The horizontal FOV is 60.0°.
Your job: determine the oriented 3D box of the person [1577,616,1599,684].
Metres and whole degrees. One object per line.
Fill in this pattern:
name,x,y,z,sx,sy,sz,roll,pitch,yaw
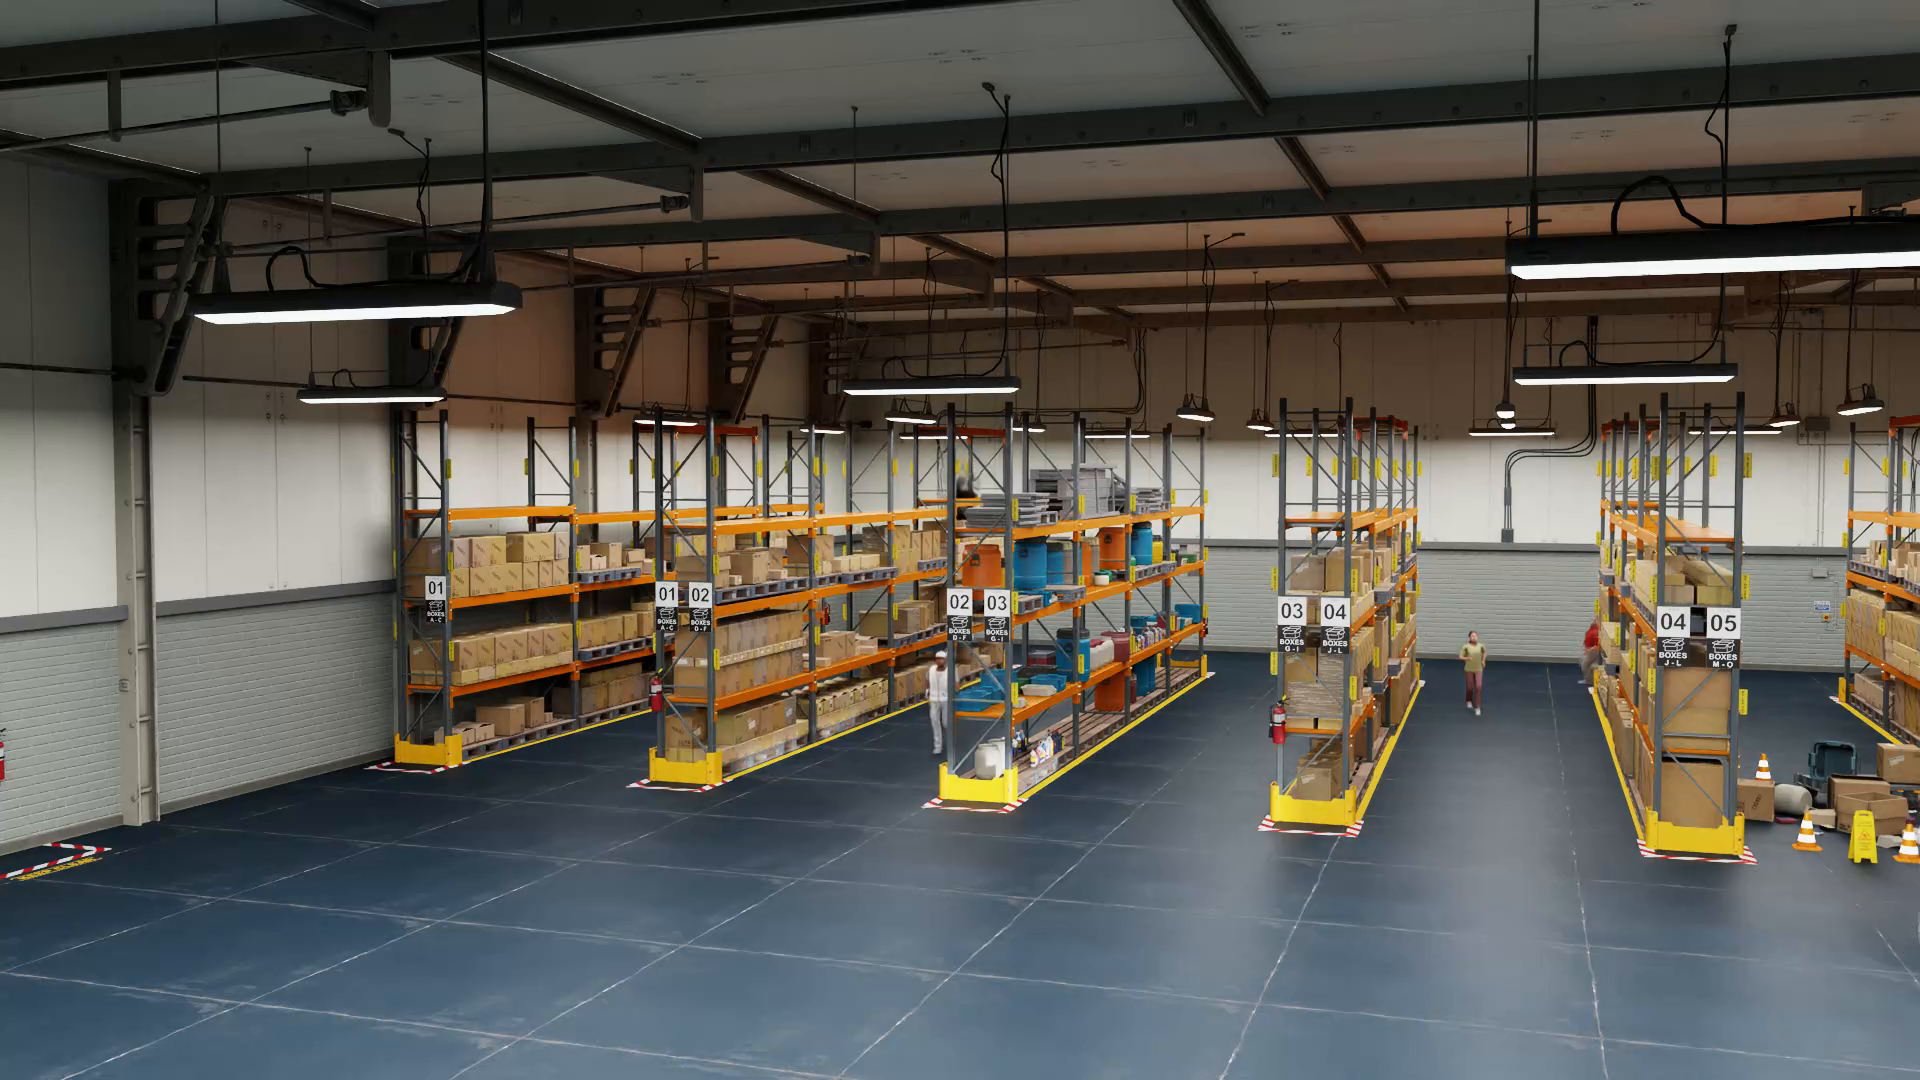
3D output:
person,14.648,2.549,38.386,0.622,1.621,0.850,0,2,-3

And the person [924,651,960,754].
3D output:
person,-0.332,2.851,29.416,0.688,1.775,0.804,1,3,14

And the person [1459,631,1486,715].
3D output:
person,10.476,2.686,33.952,0.574,1.673,0.951,0,2,9
